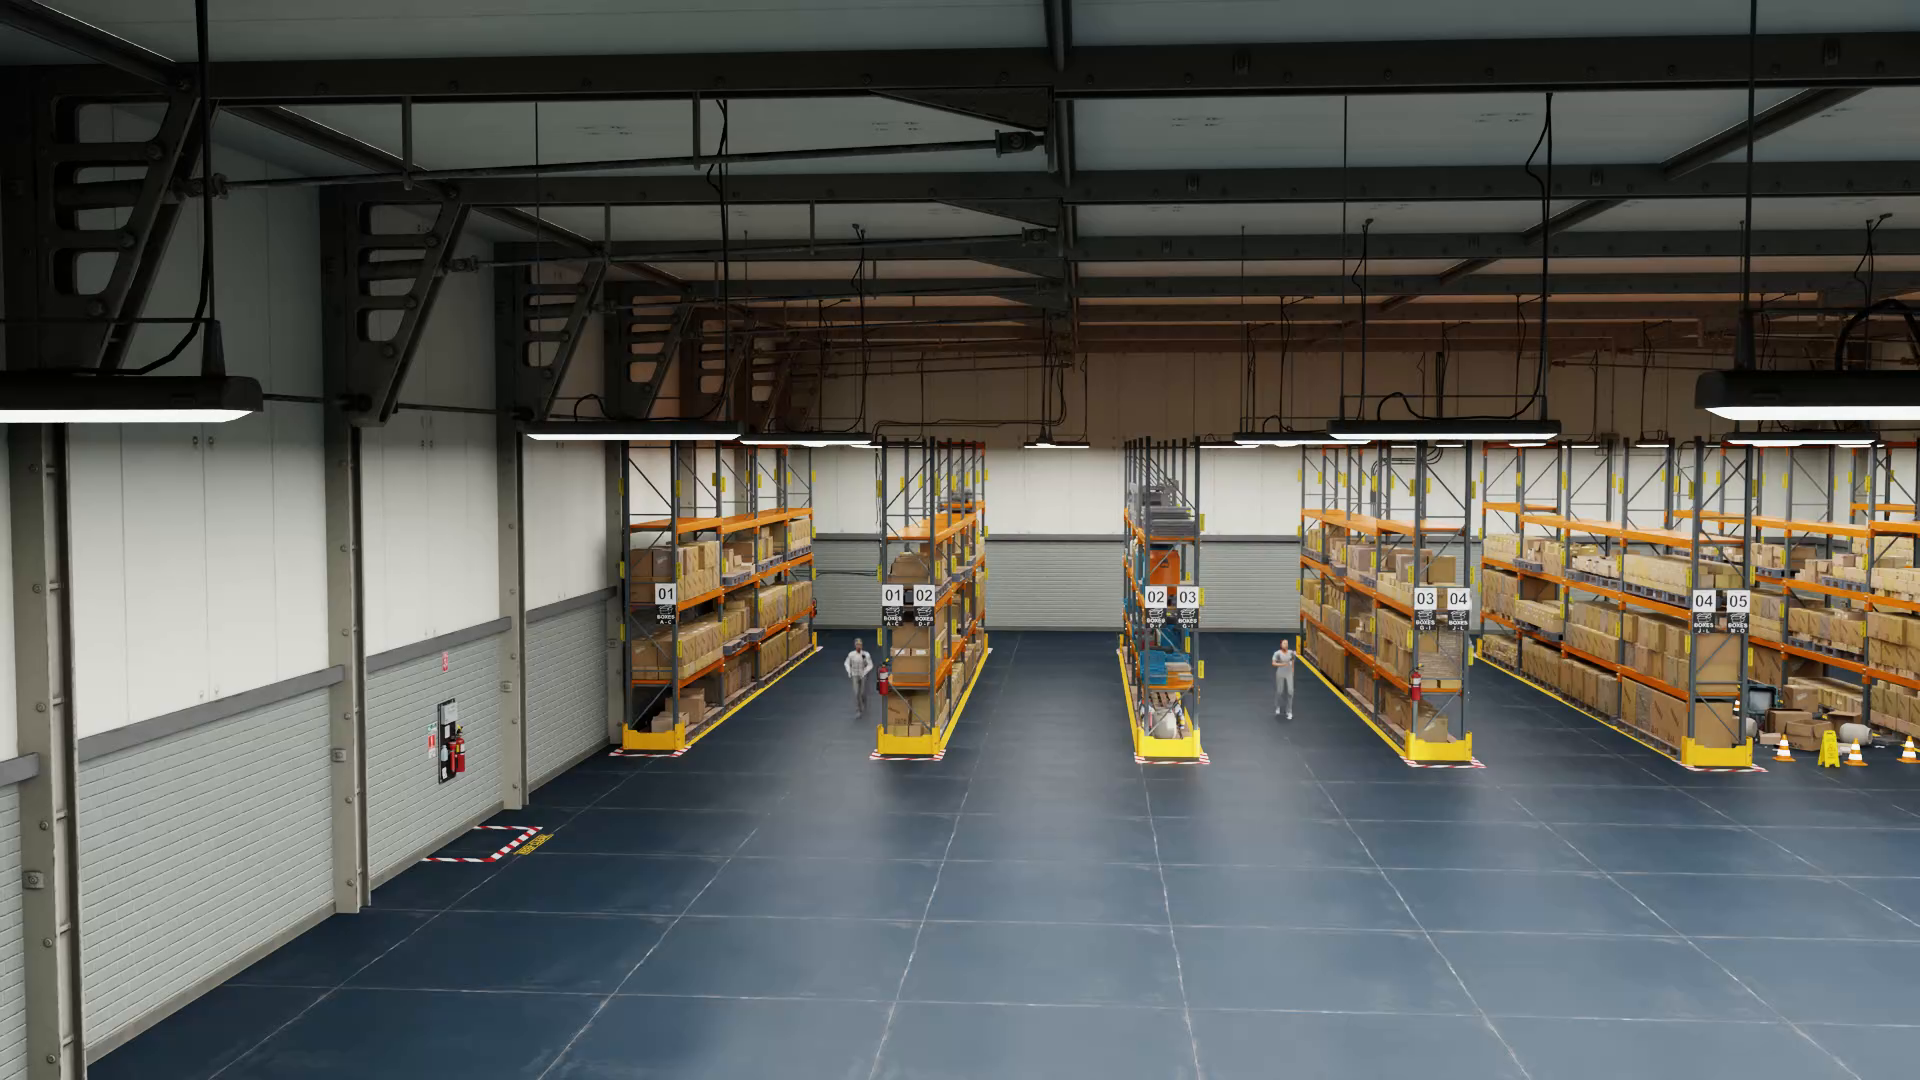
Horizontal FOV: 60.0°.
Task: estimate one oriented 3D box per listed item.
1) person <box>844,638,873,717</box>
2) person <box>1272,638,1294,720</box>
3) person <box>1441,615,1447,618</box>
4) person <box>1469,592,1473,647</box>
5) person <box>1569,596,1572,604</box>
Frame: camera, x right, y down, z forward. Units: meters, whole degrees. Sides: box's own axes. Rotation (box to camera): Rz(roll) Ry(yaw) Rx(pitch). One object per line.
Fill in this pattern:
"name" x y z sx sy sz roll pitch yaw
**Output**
"person" -2.202 2.962 36.087 0.627 1.680 0.638 0 3 2
"person" 6.956 2.969 35.763 0.554 1.737 0.797 0 3 -4
"person" 13.195 2.434 45.158 0.710 1.773 0.816 1 3 12
"person" 14.352 2.321 47.695 0.778 1.756 0.816 1 3 9
"person" 16.561 2.419 45.384 0.718 1.790 0.844 0 3 5
